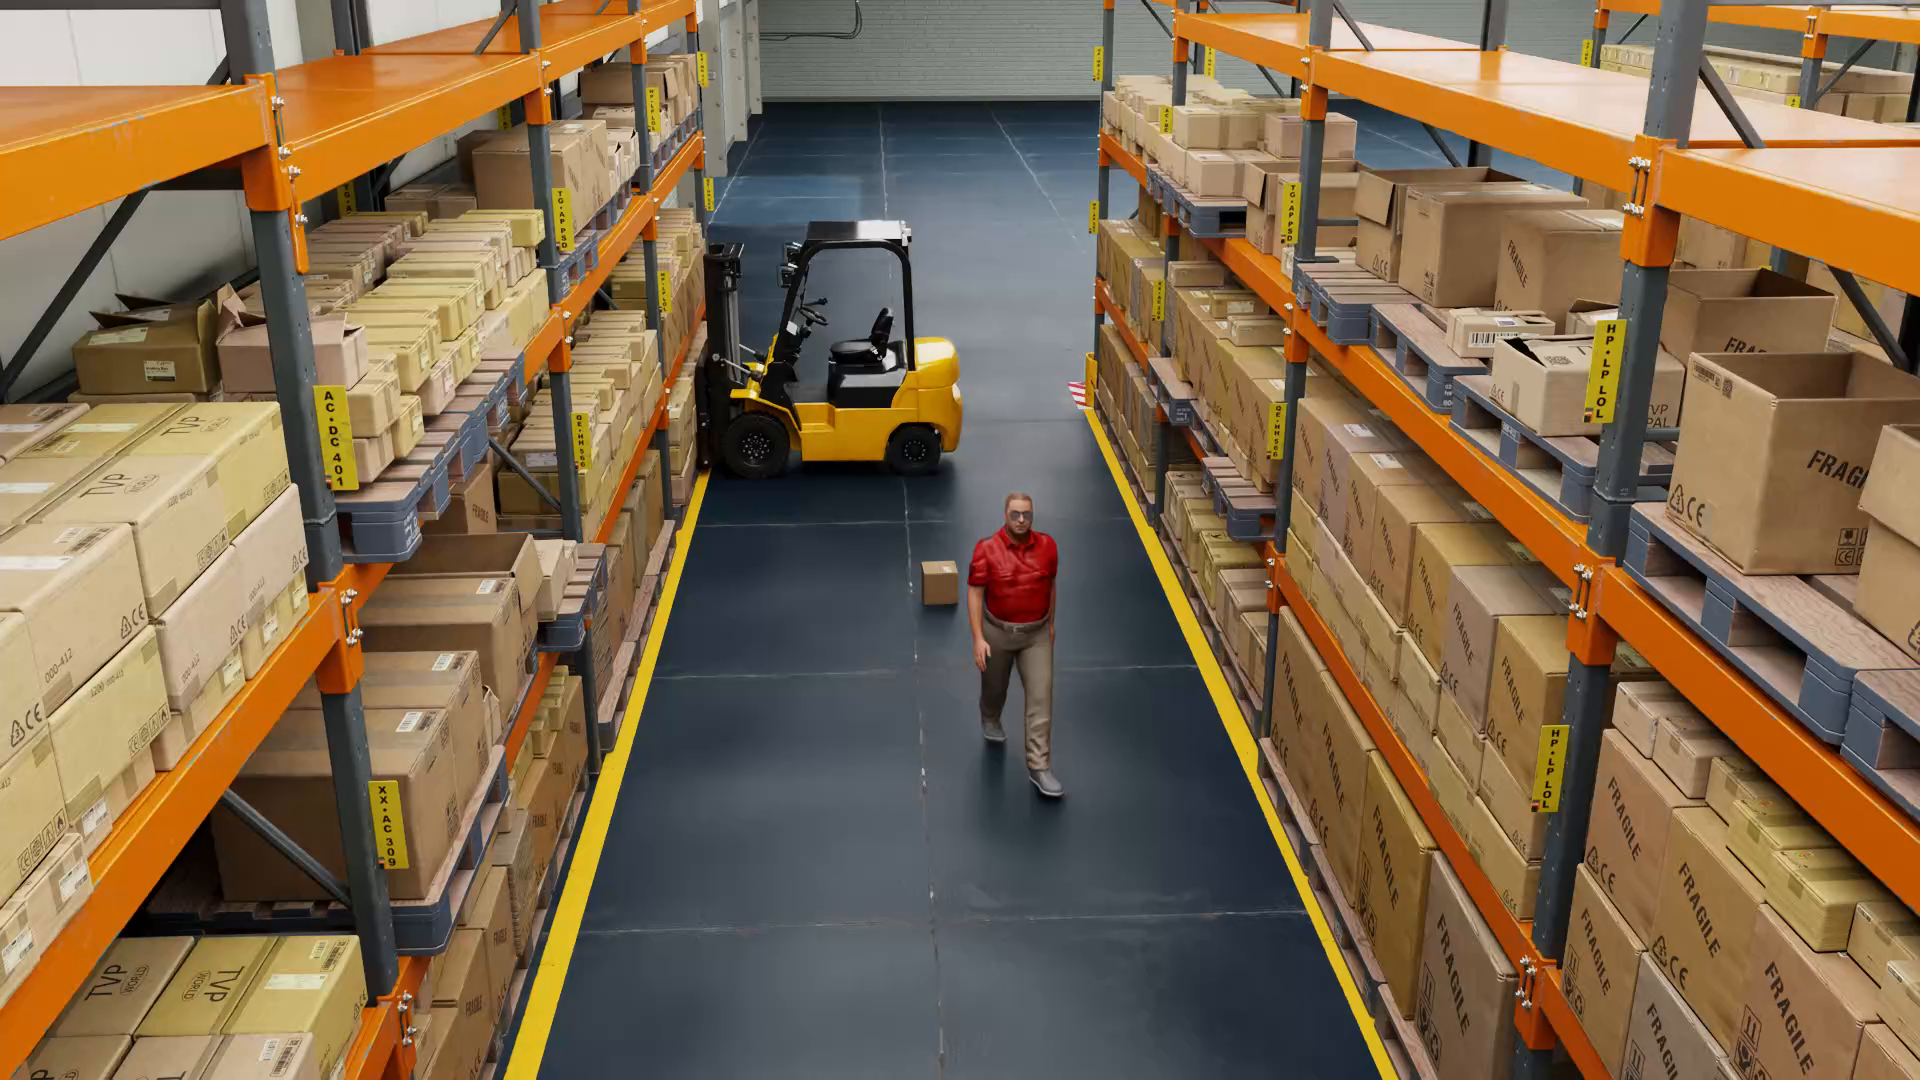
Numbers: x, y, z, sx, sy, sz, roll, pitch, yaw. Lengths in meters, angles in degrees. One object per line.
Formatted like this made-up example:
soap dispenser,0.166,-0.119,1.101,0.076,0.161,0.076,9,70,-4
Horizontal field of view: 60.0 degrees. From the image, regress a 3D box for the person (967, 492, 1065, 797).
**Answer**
person,0.322,0.548,9.611,0.565,1.670,1.039,-4,21,-10
